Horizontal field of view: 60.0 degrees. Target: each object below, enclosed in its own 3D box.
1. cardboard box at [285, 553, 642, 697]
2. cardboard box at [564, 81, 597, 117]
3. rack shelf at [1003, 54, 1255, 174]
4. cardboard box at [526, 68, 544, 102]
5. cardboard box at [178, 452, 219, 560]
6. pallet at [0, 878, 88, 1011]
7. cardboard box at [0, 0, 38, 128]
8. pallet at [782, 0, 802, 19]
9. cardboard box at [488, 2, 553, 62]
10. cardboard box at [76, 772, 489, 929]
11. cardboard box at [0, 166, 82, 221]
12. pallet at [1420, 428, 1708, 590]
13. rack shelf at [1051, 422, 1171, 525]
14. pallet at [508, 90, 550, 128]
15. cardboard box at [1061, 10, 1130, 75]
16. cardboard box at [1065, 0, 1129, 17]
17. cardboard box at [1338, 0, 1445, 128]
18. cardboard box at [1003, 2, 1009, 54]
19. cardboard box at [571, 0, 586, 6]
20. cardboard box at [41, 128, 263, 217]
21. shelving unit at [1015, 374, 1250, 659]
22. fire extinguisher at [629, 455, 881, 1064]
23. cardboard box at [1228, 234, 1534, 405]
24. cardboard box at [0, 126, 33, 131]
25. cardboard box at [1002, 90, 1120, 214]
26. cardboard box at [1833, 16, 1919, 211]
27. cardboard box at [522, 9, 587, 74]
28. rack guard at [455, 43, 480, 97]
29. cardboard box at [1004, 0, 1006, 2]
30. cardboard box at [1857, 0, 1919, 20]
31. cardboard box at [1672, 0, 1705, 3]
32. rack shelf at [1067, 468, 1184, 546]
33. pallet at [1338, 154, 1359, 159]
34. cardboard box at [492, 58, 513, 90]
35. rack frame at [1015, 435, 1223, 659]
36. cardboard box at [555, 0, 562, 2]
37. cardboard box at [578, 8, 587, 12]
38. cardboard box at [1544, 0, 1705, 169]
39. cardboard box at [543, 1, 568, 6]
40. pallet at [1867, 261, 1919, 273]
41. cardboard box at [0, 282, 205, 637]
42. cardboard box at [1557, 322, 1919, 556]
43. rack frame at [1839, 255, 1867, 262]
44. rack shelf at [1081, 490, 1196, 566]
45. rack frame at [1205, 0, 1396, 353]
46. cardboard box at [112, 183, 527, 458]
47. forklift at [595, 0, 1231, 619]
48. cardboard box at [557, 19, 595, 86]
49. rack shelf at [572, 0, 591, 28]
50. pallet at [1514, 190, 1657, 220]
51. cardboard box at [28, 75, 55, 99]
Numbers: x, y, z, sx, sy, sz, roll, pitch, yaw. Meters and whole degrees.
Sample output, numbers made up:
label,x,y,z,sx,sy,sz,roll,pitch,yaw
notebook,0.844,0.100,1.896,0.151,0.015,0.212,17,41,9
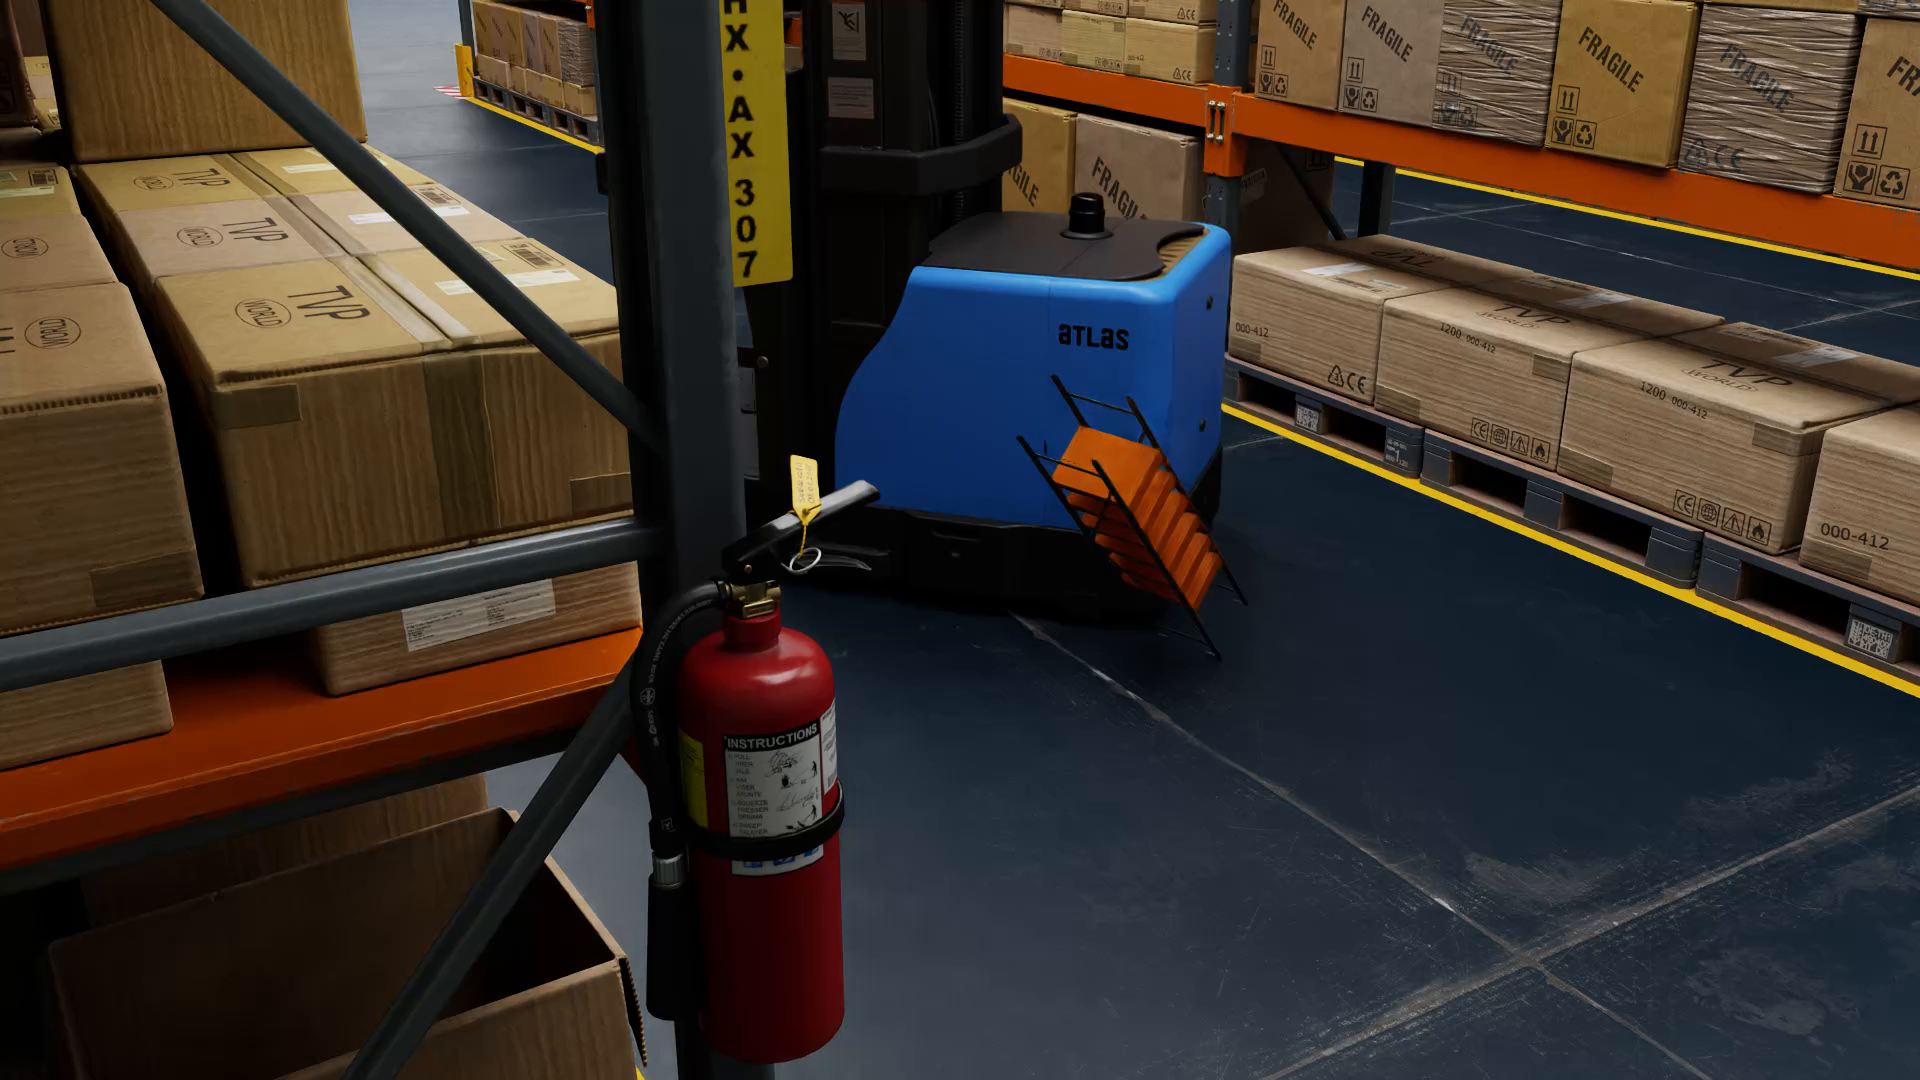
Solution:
label,x,y,z,sx,sy,sz,roll,pitch,yaw
cardboard box,-0.624,0.038,2.068,0.380,0.149,0.250,-13,25,-29
cardboard box,-3.089,-3.820,14.320,0.500,0.250,0.500,-11,25,-26
rack shelf,0.509,-2.484,8.895,1.077,0.370,4.000,-13,25,-28
cardboard box,-3.626,-4.156,15.147,0.500,0.250,0.500,-12,25,-27
cardboard box,-0.958,-0.114,2.442,0.380,0.149,0.250,-13,25,-29
pallet,-1.758,0.696,3.820,1.003,0.211,1.213,-13,25,-28
cardboard box,-2.203,-1.097,3.334,0.500,0.500,0.500,-13,26,-30
pallet,-0.969,-3.586,10.906,1.213,0.211,1.003,-13,25,-28
cardboard box,-4.142,-4.832,15.815,0.500,0.500,0.500,-14,26,-30
cardboard box,-1.326,0.544,3.252,0.700,0.500,0.500,-11,25,-26
cardboard box,-1.666,-0.414,2.650,0.500,0.250,0.500,-12,25,-27
pallet,2.479,-0.222,6.077,1.003,0.211,1.213,-13,25,-28
rack shelf,0.383,-0.172,4.275,0.258,0.103,0.180,20,73,32
pallet,-3.557,-4.074,15.554,1.003,0.211,1.213,-13,25,-28
cardboard box,0.825,-2.362,7.839,0.500,0.250,0.500,-13,25,-29
cardboard box,0.834,-2.588,7.731,0.500,0.250,0.500,-12,25,-27
cardboard box,1.798,-1.850,6.248,0.500,0.500,0.500,-12,25,-28
cardboard box,0.316,-2.696,8.659,0.500,0.250,0.500,-13,25,-28
cardboard box,-3.462,-5.141,15.711,0.380,0.149,0.250,-11,25,-26
cardboard box,-1.491,-0.674,3.291,0.500,0.250,0.500,-13,26,-30
shelving unit,0.502,-0.030,4.531,0.258,1.200,0.189,20,73,32
fire extinguisher,-0.219,0.248,1.816,0.296,0.674,0.183,-13,25,-28
cardboard box,1.759,-0.954,7.019,0.875,0.438,0.875,-13,25,-29
cardboard box,-2.190,-0.742,3.457,0.500,0.250,0.500,-12,25,-27
cardboard box,0.677,-1.857,8.659,0.875,0.875,0.875,-12,25,-27
cardboard box,2.856,-1.192,4.628,0.500,0.500,0.500,-13,26,-29
cardboard box,-3.612,-4.497,14.990,0.500,0.500,0.500,-11,25,-25
rack guard,-4.561,-4.872,17.134,1.175,0.500,0.348,-13,25,-28
cardboard box,0.288,-2.918,8.541,0.500,0.250,0.500,-12,25,-27
cardboard box,2.830,-1.659,4.448,0.500,0.500,0.500,-13,25,-28
cardboard box,2.325,-1.982,5.244,0.500,0.500,0.500,-13,25,-29
rack shelf,0.428,-0.118,4.372,0.258,0.103,0.180,20,73,32
pallet,3.353,-3.428,13.964,1.003,0.211,1.213,-13,25,-28
cardboard box,-4.171,-4.494,15.979,0.500,0.250,0.500,-12,25,-26
rack frame,0.459,0.047,4.508,0.240,1.200,0.006,20,73,32
cardboard box,-3.721,-5.308,16.124,0.380,0.149,0.250,-12,25,-27
cardboard box,-3.173,-4.610,15.268,0.500,0.500,0.500,-11,25,-25
cardboard box,2.310,-1.521,5.438,0.500,0.500,0.500,-12,25,-27
cardboard box,-3.697,-4.945,16.093,0.500,0.500,0.500,-12,25,-26
pallet,6.108,-1.652,9.597,1.003,0.211,1.213,-13,25,-28
cardboard box,-1.155,-0.085,1.842,0.500,0.250,0.500,-12,25,-27
cardboard box,2.676,-0.372,5.588,0.875,0.438,0.875,-12,25,-27
rack frame,5.734,-3.155,9.590,1.000,3.000,0.127,-13,25,-28
rack shelf,0.474,-0.064,4.469,0.258,0.103,0.180,20,73,32
rack frame,1.530,-2.170,7.167,1.000,3.000,0.127,-13,25,-28
cardboard box,-0.950,-0.349,2.492,0.500,0.250,0.500,-12,25,-28
forklift,-0.656,-1.435,5.450,3.031,2.935,1.130,7,23,18
cardboard box,-3.089,-4.168,14.180,0.500,0.500,0.500,-13,25,-29
rack shelf,-3.578,-5.074,15.266,1.077,0.370,4.000,-13,25,-28
pallet,4.708,-2.510,11.707,1.003,0.211,1.213,-13,25,-28
cardboard box,-1.997,-1.005,4.105,0.500,0.250,0.500,-13,25,-28
